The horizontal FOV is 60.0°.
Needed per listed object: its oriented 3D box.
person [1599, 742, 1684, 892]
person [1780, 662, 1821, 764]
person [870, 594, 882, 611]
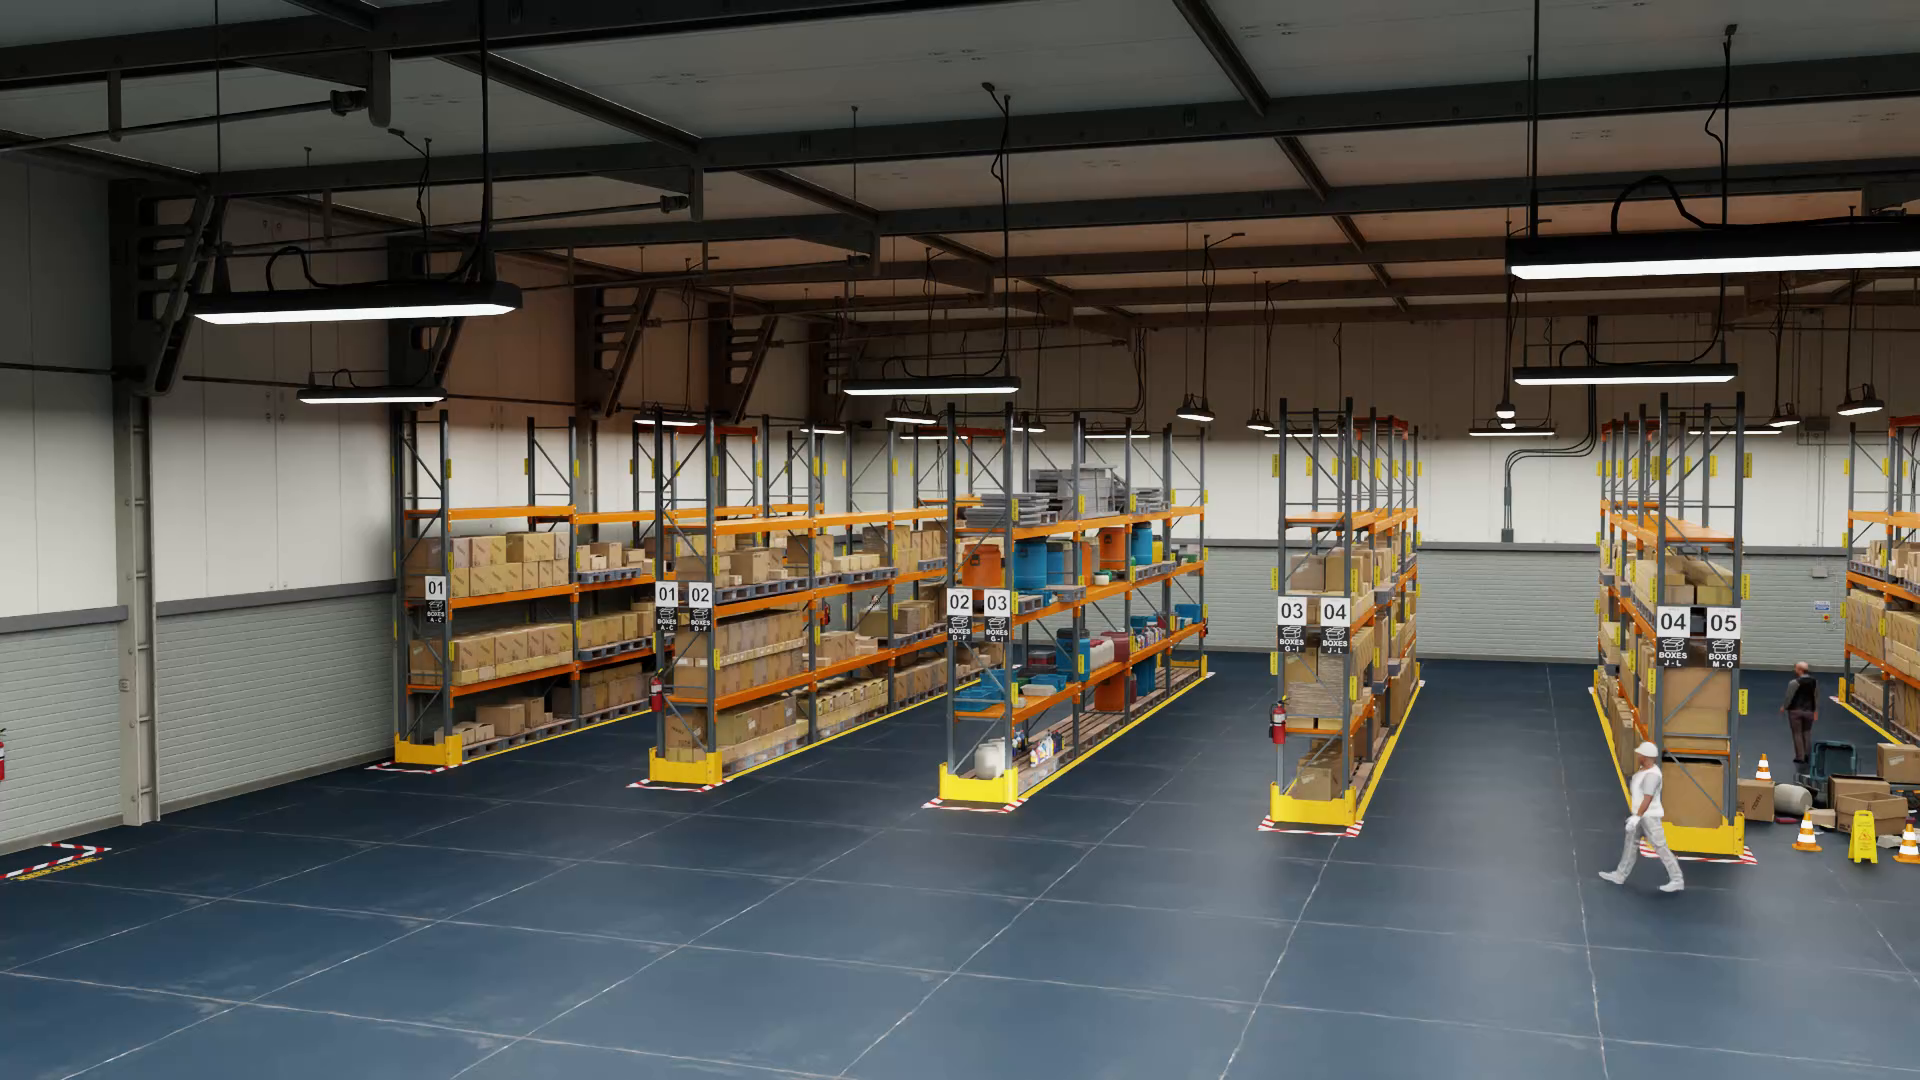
[{"bbox_3d":[8.129,3.275,19.803,0.850,1.761,0.643,0,2,8],"label":"person"},{"bbox_3d":[14.227,2.932,28.124,0.597,1.749,0.689,1,3,13],"label":"person"},{"bbox_3d":[-2.167,2.264,44.145,0.500,1.647,0.471,1,3,26],"label":"person"}]
